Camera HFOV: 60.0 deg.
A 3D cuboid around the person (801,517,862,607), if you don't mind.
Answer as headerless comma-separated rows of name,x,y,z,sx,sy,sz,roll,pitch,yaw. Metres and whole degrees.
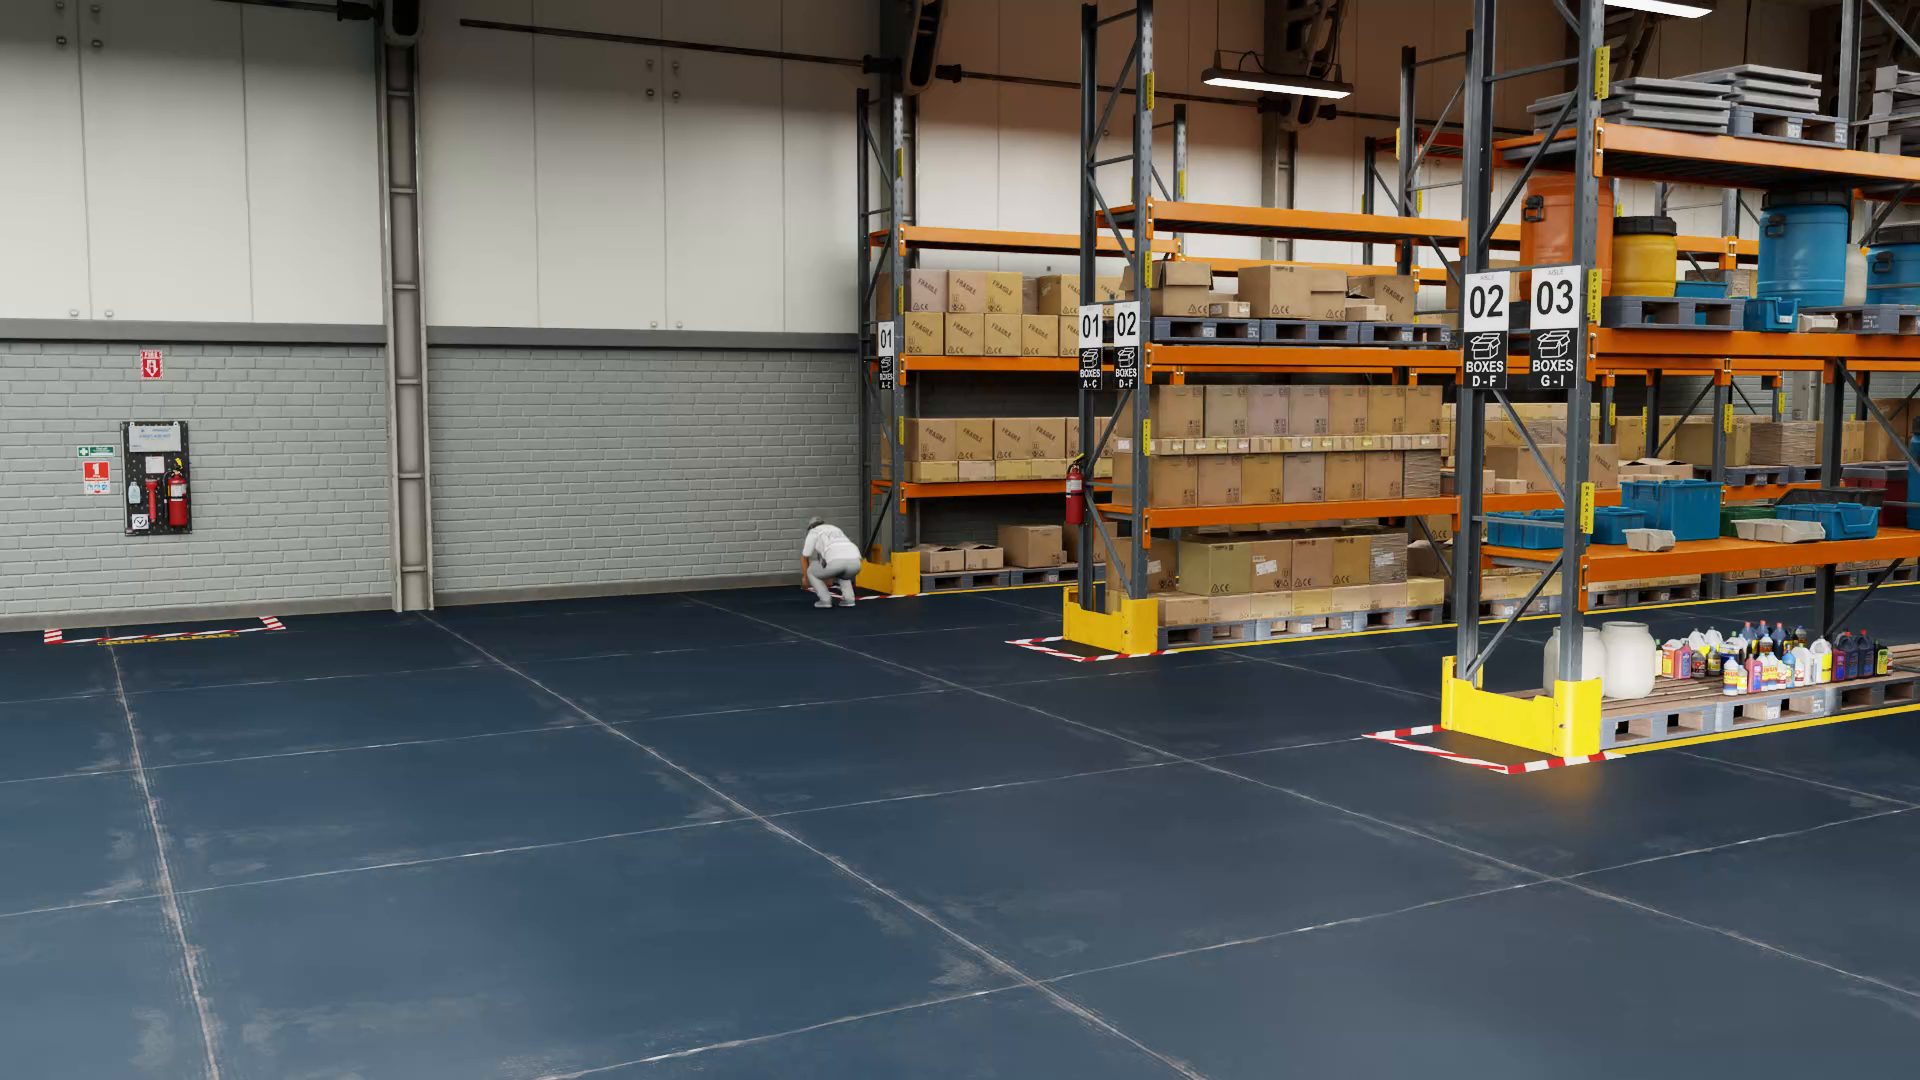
person,-1.443,0.253,18.519,0.526,0.986,0.839,-3,6,-29
